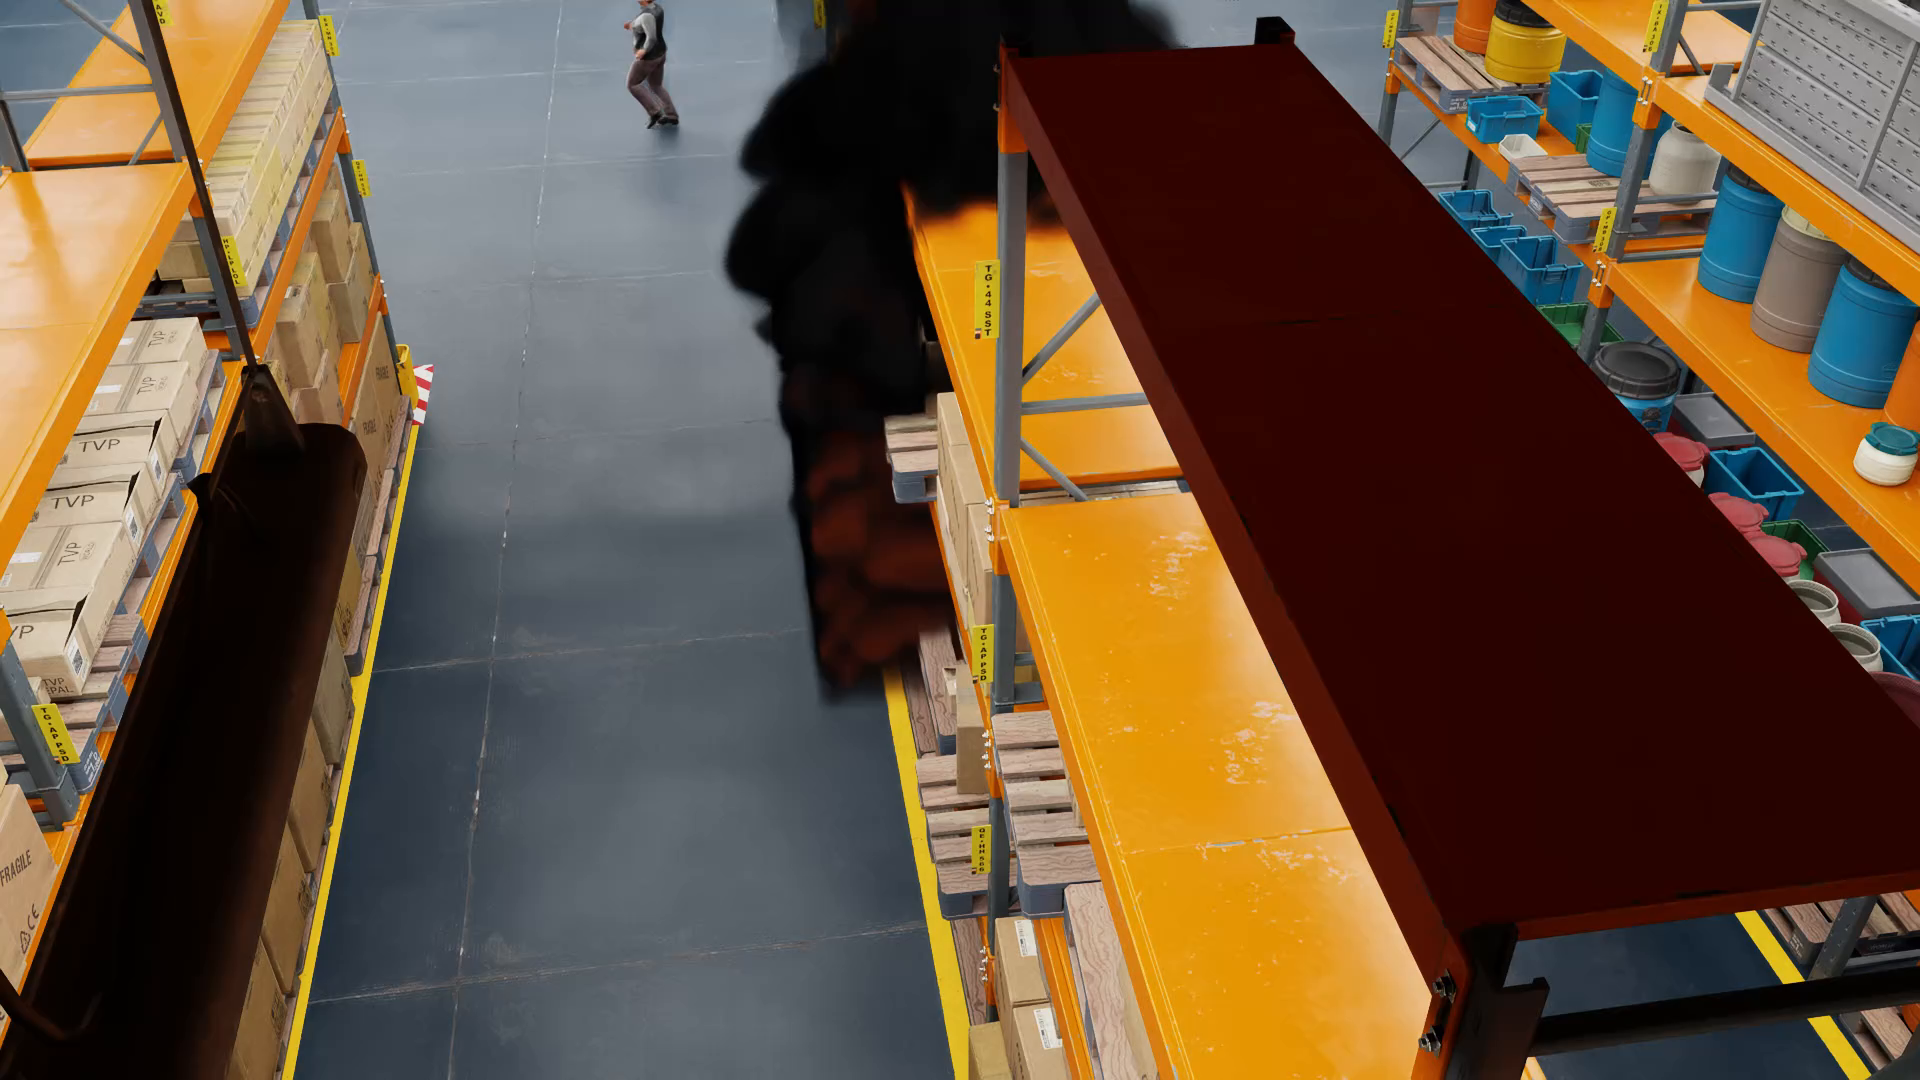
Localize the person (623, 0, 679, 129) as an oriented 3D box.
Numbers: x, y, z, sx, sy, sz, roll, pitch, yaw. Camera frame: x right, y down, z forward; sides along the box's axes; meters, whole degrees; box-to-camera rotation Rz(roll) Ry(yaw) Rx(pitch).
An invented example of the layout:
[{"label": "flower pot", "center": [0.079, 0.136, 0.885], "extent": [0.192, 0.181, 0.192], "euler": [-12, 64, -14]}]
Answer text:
[{"label": "person", "center": [-3.745, -5.760, 19.862], "extent": [0.658, 1.728, 0.641], "euler": [11, 38, 15]}]
